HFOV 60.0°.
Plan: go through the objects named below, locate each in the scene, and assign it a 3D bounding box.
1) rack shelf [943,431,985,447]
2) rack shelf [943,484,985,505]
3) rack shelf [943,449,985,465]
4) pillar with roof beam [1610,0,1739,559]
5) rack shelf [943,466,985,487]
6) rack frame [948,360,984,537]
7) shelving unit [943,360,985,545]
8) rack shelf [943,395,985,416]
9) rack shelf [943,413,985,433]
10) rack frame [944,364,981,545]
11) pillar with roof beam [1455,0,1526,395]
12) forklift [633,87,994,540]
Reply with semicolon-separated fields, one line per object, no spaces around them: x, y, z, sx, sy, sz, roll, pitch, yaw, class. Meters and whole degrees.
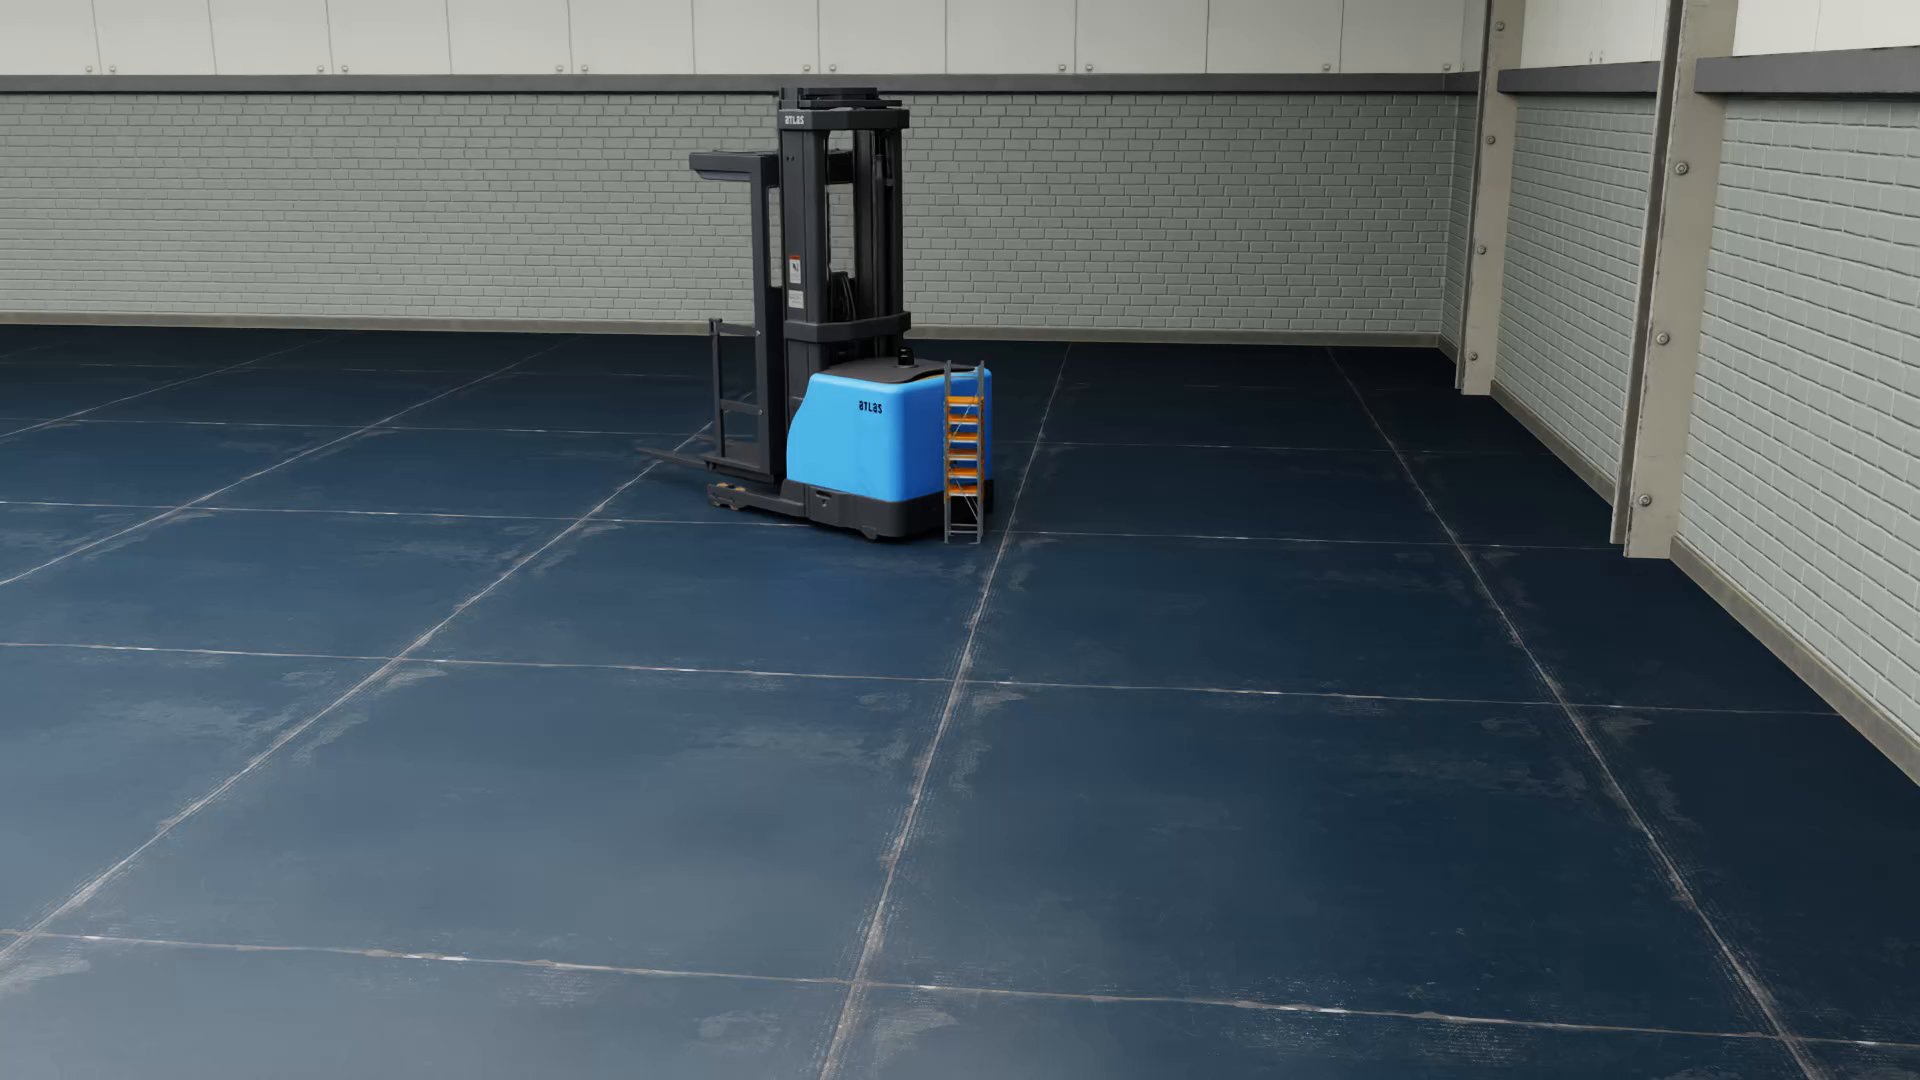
0.028;-0.650;10.977;0.258;0.103;0.180;2;15;6;rack shelf
0.027;-0.302;11.072;0.258;0.103;0.180;2;15;6;rack shelf
0.027;-0.534;11.009;0.258;0.103;0.180;2;15;6;rack shelf
0.201;-4.406;10.217;9.100;9.000;0.400;2;15;6;pillar with roof beam
0.027;-0.418;11.040;0.258;0.103;0.180;2;15;6;rack shelf
0.038;-0.601;11.085;0.240;1.200;0.006;2;15;6;rack frame
0.027;-0.577;10.997;0.258;1.200;0.189;2;15;6;shelving unit
0.028;-0.882;10.915;0.258;0.103;0.180;2;15;6;rack shelf
0.028;-0.766;10.946;0.258;0.103;0.180;2;15;6;rack shelf
0.017;-0.553;10.909;0.240;1.200;0.006;2;15;6;rack frame
0.878;-5.962;15.972;9.100;9.000;0.400;2;15;6;pillar with roof beam
-1.198;-1.717;11.895;3.031;2.935;1.130;13;20;40;forklift
